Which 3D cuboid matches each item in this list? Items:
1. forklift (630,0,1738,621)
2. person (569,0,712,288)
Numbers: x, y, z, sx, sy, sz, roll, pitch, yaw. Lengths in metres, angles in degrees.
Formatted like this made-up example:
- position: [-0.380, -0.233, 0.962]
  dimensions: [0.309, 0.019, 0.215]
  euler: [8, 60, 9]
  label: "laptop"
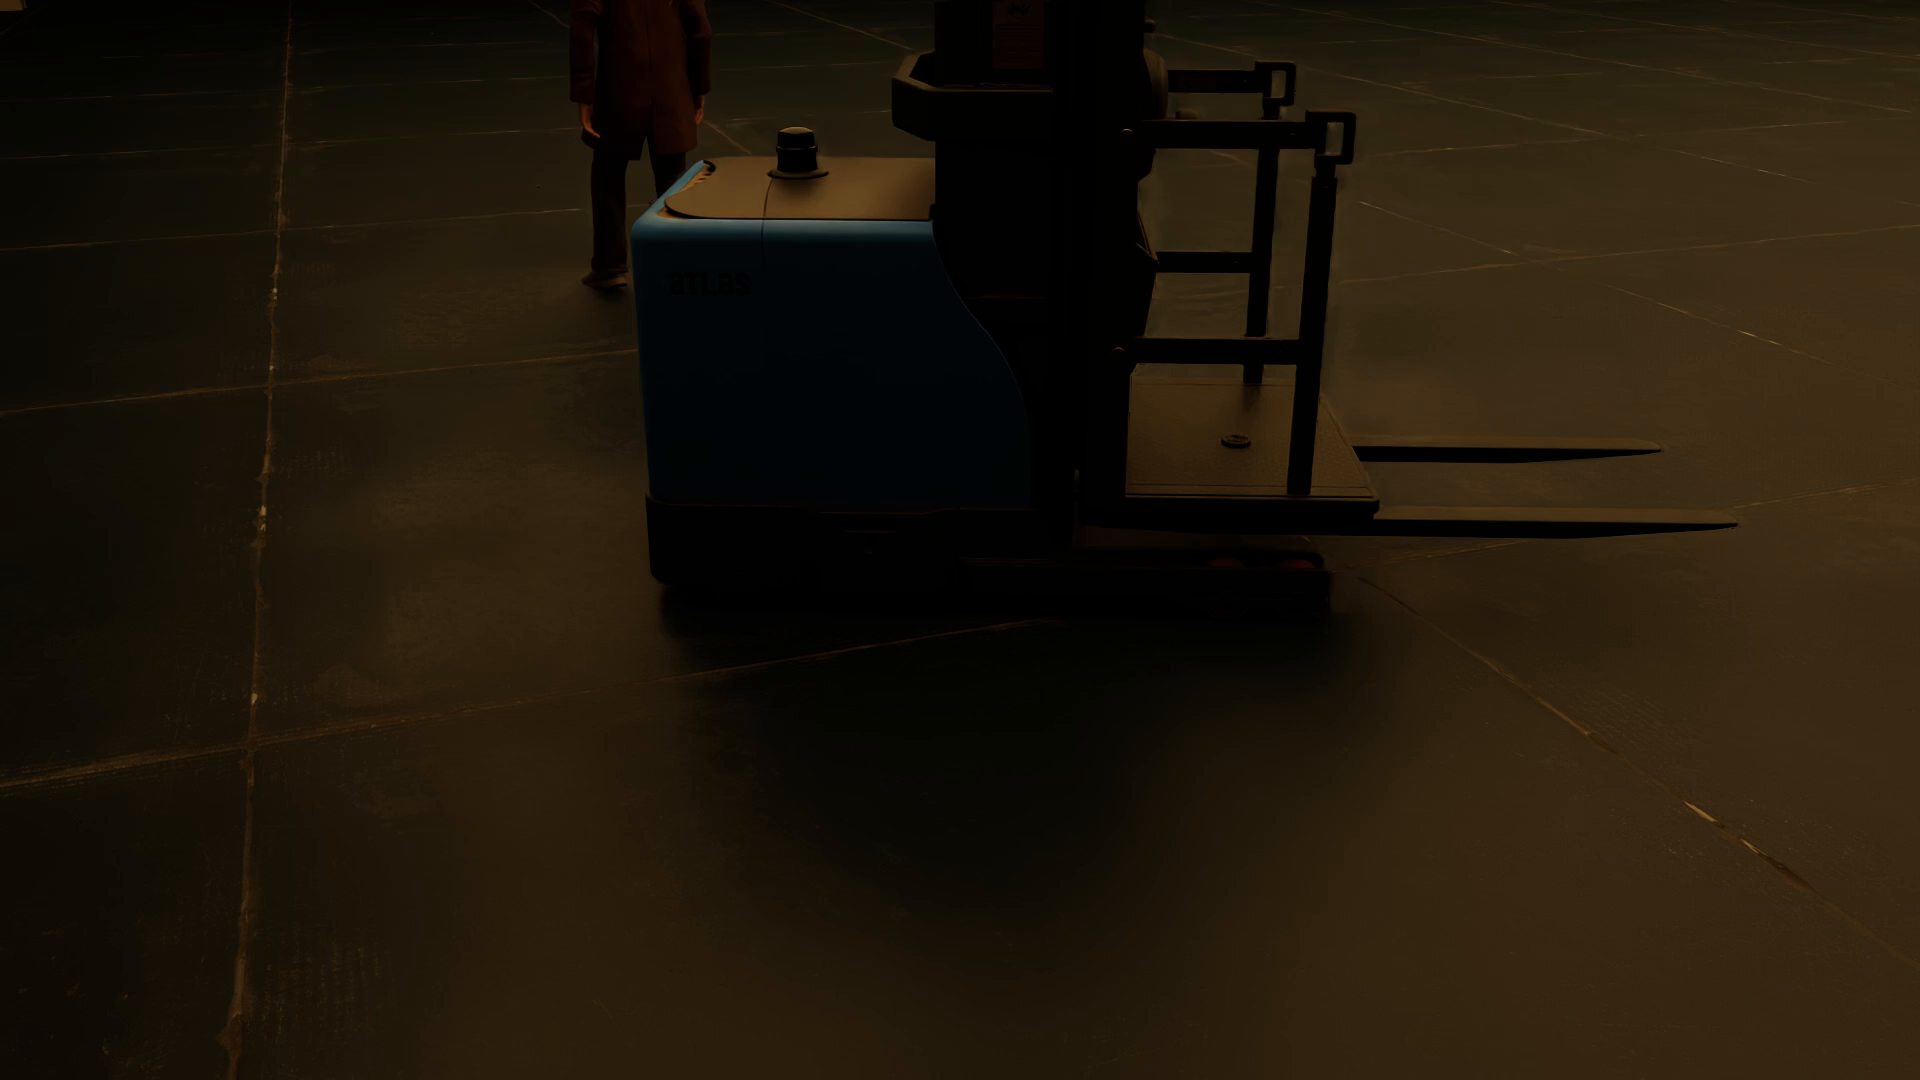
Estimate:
- position: [0.660, -1.341, 4.488]
  dimensions: [3.031, 2.935, 1.130]
  euler: [1, 23, 2]
  label: "forklift"
- position: [-1.471, -2.014, 7.643]
  dimensions: [0.671, 1.804, 0.576]
  euler: [-9, 25, -21]
  label: "person"
